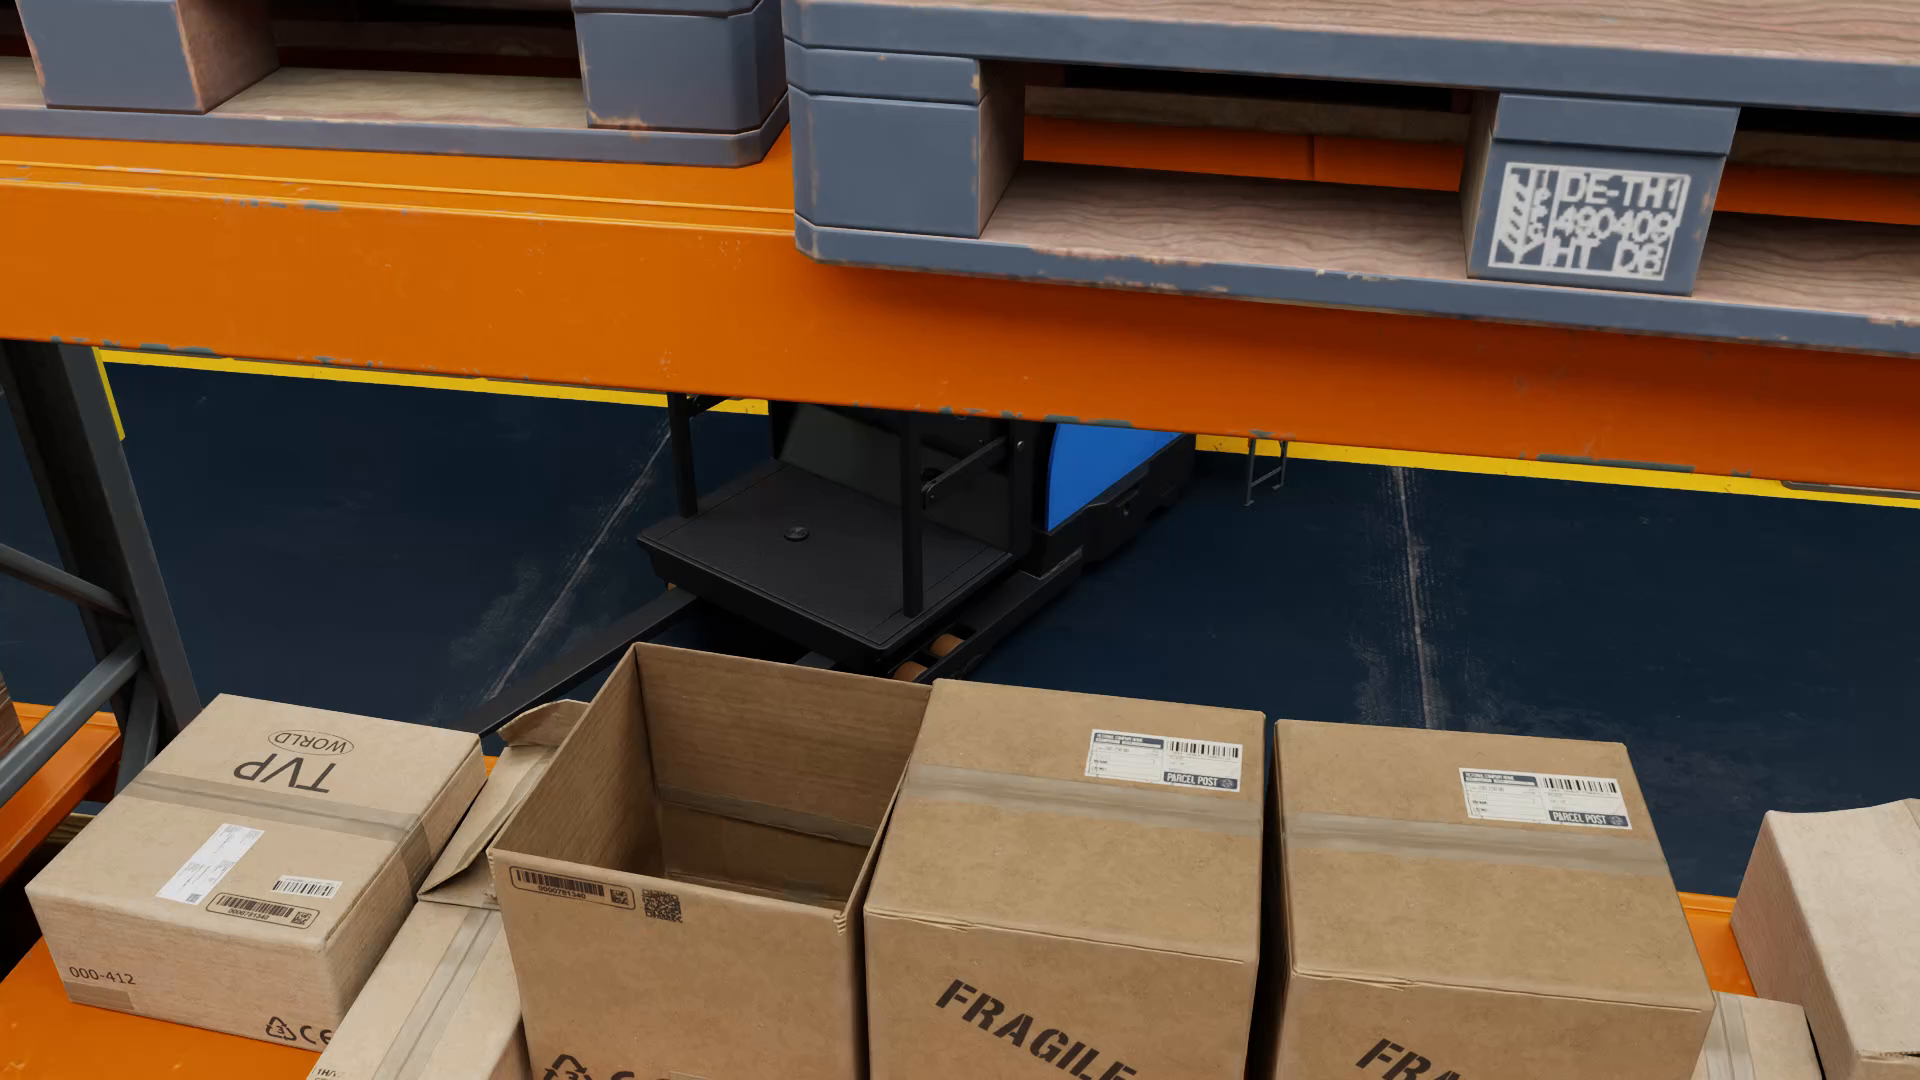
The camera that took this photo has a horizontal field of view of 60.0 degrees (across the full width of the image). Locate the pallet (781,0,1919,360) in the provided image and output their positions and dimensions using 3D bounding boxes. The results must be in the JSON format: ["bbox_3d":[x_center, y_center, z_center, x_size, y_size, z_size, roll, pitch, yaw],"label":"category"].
[{"bbox_3d":[0.553,-0.503,1.577,1.213,0.211,1.003,7,33,10],"label":"pallet"}]

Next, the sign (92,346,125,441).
[{"bbox_3d":[-1.521,-0.298,2.882,0.005,0.325,0.100,5,32,8],"label":"sign"}]

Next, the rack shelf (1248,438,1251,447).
[{"bbox_3d":[1.020,-0.550,6.499,0.258,0.148,0.480,-27,41,-36],"label":"rack shelf"}]

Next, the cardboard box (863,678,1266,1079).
[{"bbox_3d":[0.164,0.570,2.418,0.500,0.500,0.500,5,32,8],"label":"cardboard box"}]

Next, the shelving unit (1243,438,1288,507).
[{"bbox_3d":[1.020,-0.776,6.358,0.258,1.200,0.503,-27,41,-36],"label":"shelving unit"}]

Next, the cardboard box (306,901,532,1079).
[{"bbox_3d":[-0.764,0.736,2.483,0.250,0.149,0.380,5,32,8],"label":"cardboard box"}]

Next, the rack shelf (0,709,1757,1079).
[{"bbox_3d":[0.368,0.927,2.619,4.000,0.370,1.077,5,32,8],"label":"rack shelf"}]

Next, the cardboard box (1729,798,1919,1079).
[{"bbox_3d":[1.491,0.658,2.456,0.500,0.311,0.500,5,32,8],"label":"cardboard box"}]

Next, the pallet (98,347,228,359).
[{"bbox_3d":[-3.847,-1.225,8.007,1.213,0.211,1.003,5,32,8],"label":"pallet"}]

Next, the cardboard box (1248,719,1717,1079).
[{"bbox_3d":[0.683,0.617,2.342,0.500,0.500,0.500,3,32,6],"label":"cardboard box"}]

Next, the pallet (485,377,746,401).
[{"bbox_3d":[-1.441,-1.007,7.659,1.213,0.211,1.003,5,32,8],"label":"pallet"}]

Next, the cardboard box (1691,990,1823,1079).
[{"bbox_3d":[1.073,0.823,2.345,0.250,0.149,0.380,8,33,12],"label":"cardboard box"}]

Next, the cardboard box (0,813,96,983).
[{"bbox_3d":[-2.008,0.908,3.461,0.500,0.500,0.500,5,32,8],"label":"cardboard box"}]

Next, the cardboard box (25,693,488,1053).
[{"bbox_3d":[-1.110,0.529,2.720,0.500,0.250,0.500,7,33,11],"label":"cardboard box"}]

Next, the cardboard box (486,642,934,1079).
[{"bbox_3d":[-0.330,0.526,2.489,0.500,0.500,0.500,7,33,12],"label":"cardboard box"}]

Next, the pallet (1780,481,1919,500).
[{"bbox_3d":[3.934,-0.498,6.847,1.213,0.211,1.003,5,32,8],"label":"pallet"}]

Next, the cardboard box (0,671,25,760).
[{"bbox_3d":[-2.042,0.365,2.745,0.500,0.500,0.700,4,32,7],"label":"cardboard box"}]

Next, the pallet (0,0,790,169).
[{"bbox_3d":[-0.732,-0.675,1.854,1.217,0.209,0.805,4,32,6],"label":"pallet"}]

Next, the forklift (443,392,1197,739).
[{"bbox_3d":[-0.379,-0.979,5.051,1.130,2.935,3.031,22,38,31],"label":"forklift"}]

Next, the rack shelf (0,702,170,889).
[{"bbox_3d":[-3.575,0.570,3.190,4.000,0.370,1.077,5,32,8],"label":"rack shelf"}]

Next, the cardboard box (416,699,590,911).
[{"bbox_3d":[-0.706,0.483,2.777,0.258,0.266,0.396,4,32,7],"label":"cardboard box"}]

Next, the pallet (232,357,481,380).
[{"bbox_3d":[-2.648,-1.114,7.831,1.213,0.211,1.003,5,32,8],"label":"pallet"}]

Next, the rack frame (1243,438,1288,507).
[{"bbox_3d":[1.191,-0.683,6.210,0.240,1.200,0.015,-27,41,-36],"label":"rack frame"}]

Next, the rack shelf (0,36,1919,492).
[{"bbox_3d":[0.368,-0.344,1.824,4.000,0.370,1.077,5,32,8],"label":"rack shelf"}]
